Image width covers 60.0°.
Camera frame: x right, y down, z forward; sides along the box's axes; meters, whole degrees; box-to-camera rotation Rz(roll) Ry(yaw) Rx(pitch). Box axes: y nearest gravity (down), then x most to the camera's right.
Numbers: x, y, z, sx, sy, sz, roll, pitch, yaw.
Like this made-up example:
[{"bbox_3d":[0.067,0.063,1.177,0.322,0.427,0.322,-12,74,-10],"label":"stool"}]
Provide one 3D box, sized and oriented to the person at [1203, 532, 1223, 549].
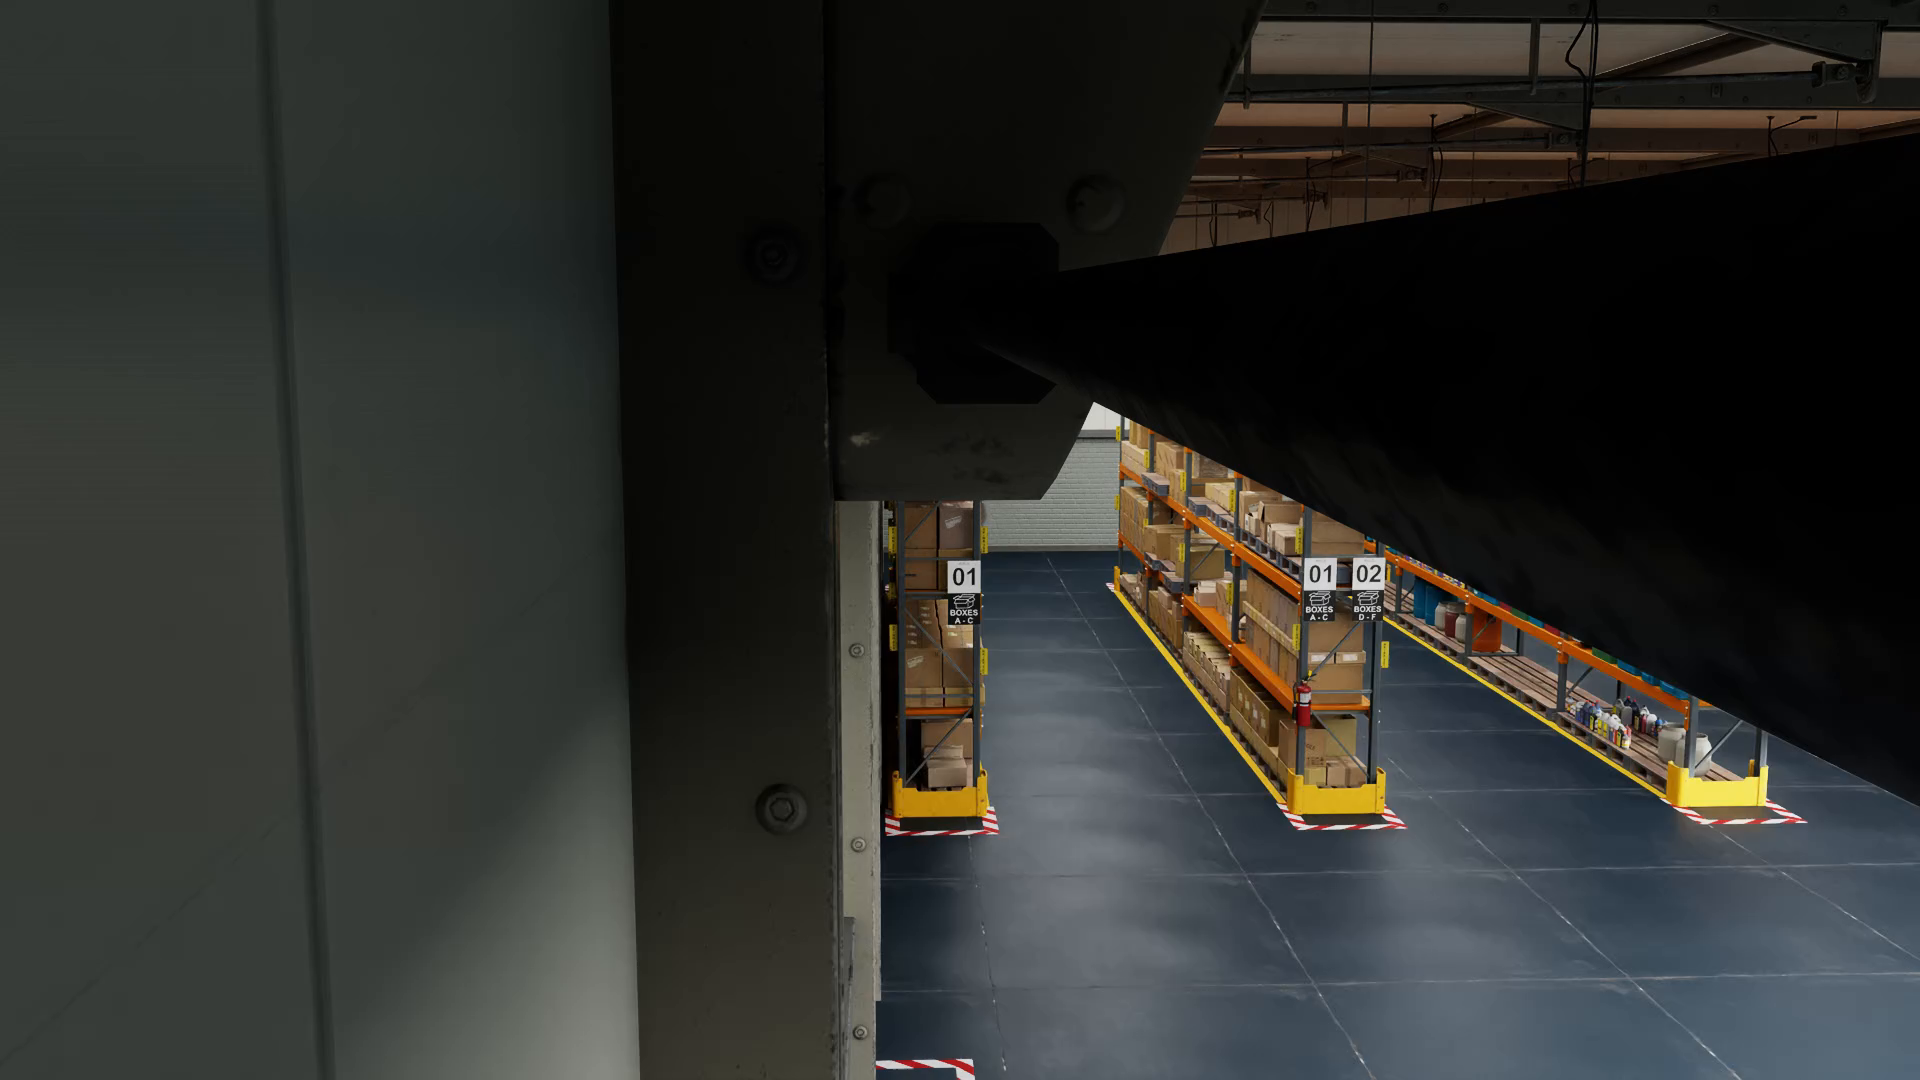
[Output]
[{"bbox_3d":[5.571,0.232,36.605,0.588,1.745,0.830,-3,9,-20],"label":"person"}]
